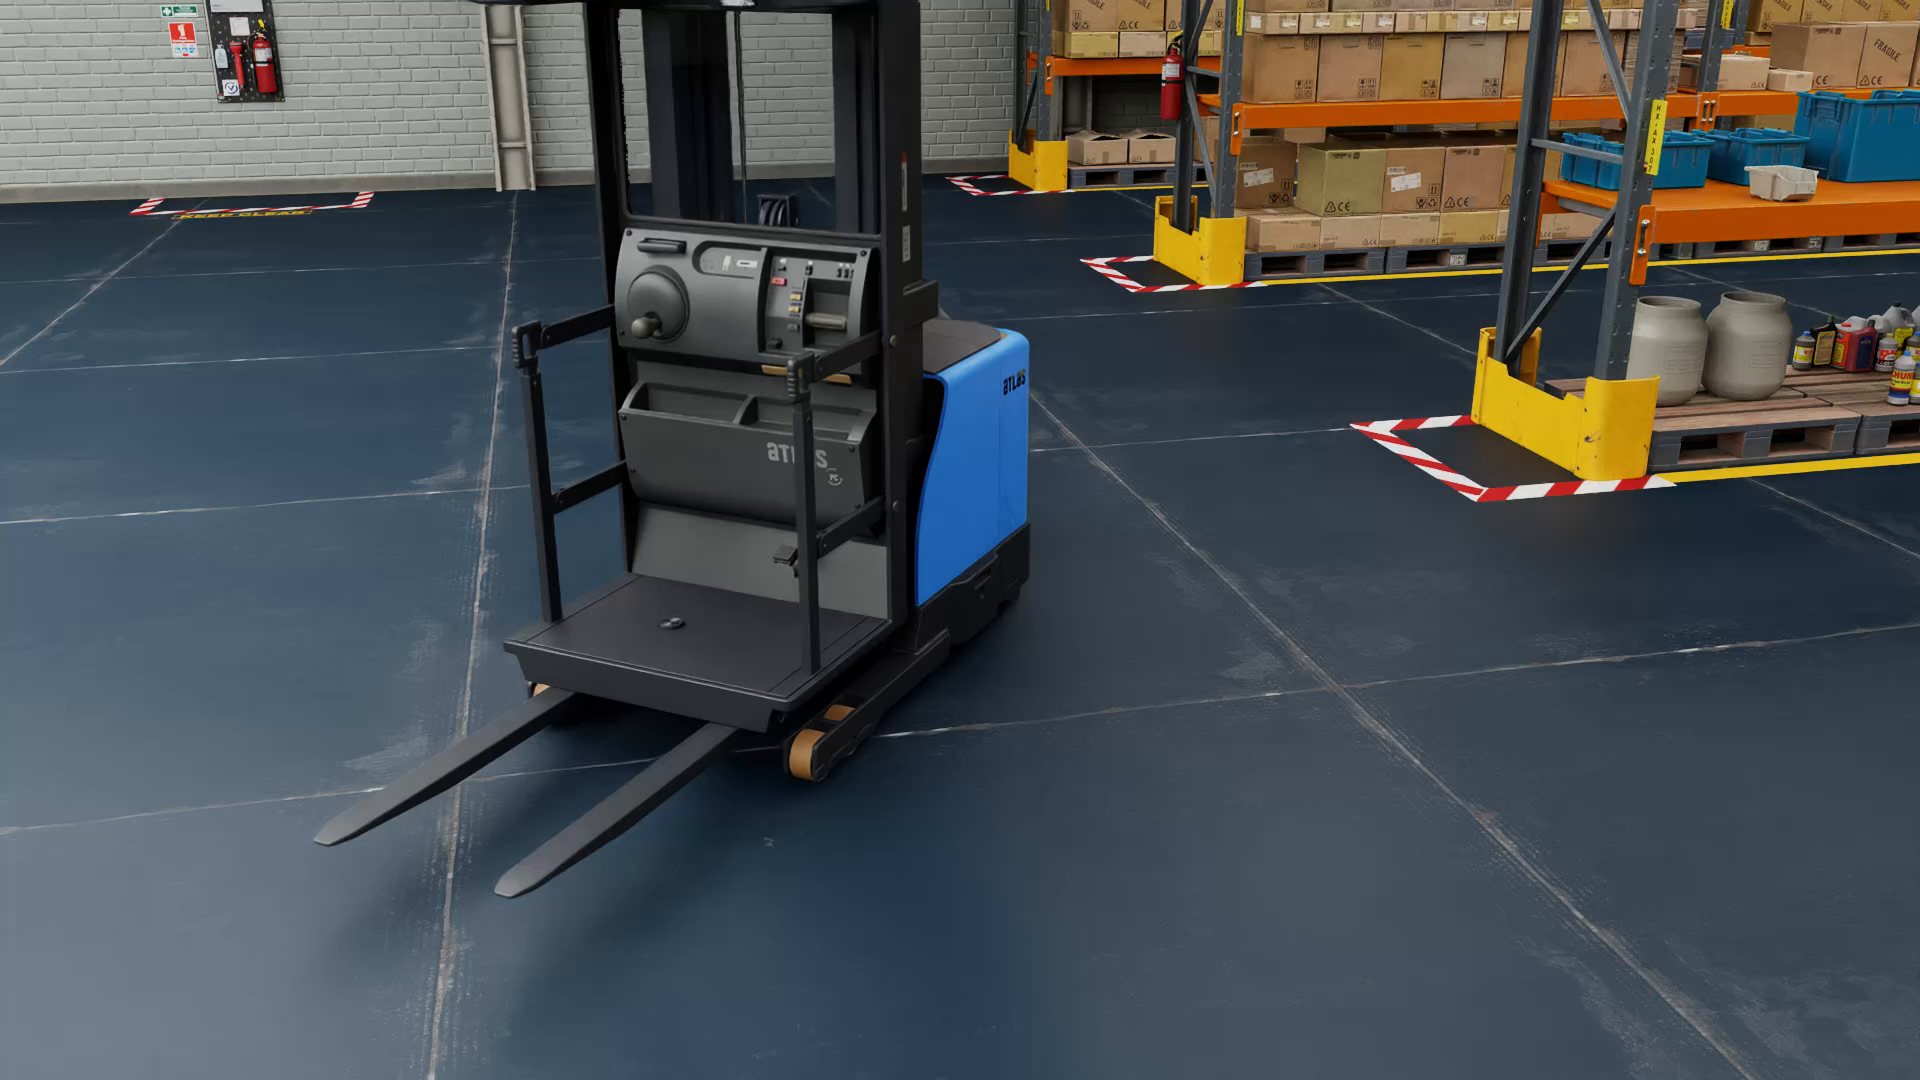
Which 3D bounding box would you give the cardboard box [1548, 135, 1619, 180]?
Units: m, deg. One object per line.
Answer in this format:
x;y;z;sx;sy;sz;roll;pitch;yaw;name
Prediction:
4.891;-2.964;13.342;0.500;0.500;0.500;-5;21;-12;cardboard box

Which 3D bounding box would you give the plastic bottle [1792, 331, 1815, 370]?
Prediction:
4.711;-1.061;9.280;0.097;0.201;0.097;0;20;0;plastic bottle

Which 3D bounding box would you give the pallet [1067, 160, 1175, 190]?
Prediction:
1.618;-3.942;17.769;1.213;0.211;1.003;-5;21;-12;pallet

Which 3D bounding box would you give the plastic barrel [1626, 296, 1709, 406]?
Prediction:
3.648;-0.983;8.644;0.421;0.512;0.421;0;20;0;plastic barrel

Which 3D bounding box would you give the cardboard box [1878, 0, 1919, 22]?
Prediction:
10.562;-6.096;18.988;0.500;0.500;0.500;-4;21;-11;cardboard box

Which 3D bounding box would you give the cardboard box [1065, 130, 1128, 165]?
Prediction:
1.439;-4.162;17.584;0.500;0.311;0.500;-7;21;-19;cardboard box

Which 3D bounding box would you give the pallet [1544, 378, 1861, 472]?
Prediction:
3.880;-0.652;8.786;1.213;0.211;1.003;-5;21;-12;pallet

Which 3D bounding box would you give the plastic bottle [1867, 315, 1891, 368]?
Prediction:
5.098;-1.118;9.326;0.135;0.276;0.152;-5;21;-14;plastic bottle

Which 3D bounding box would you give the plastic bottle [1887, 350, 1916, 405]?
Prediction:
4.861;-0.841;8.577;0.097;0.271;0.097;0;20;0;plastic bottle

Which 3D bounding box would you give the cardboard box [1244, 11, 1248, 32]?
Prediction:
2.217;-3.981;12.732;0.250;0.149;0.380;-5;21;-13;cardboard box

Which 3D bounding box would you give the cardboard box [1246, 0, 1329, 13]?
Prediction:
2.397;-4.228;12.464;0.500;0.500;0.700;-5;21;-12;cardboard box

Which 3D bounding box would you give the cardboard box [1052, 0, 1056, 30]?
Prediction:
1.155;-5.592;17.319;0.500;0.500;0.500;-5;21;-13;cardboard box

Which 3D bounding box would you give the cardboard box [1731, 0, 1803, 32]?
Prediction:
9.062;-5.975;18.657;0.500;0.500;0.500;-4;21;-11;cardboard box

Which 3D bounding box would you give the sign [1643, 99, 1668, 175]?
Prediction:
3.147;-1.822;7.525;0.005;0.325;0.100;-5;21;-12;sign

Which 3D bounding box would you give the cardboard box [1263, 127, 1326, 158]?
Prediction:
3.637;-4.447;18.087;0.500;0.500;0.500;-6;21;-17;cardboard box

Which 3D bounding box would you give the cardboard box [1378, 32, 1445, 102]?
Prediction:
3.340;-3.695;12.896;0.500;0.500;0.700;-5;21;-12;cardboard box

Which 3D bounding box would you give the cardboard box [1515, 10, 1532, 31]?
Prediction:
4.330;-4.010;12.812;0.250;0.149;0.380;-4;21;-11;cardboard box

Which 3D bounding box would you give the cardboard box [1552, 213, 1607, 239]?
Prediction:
4.891;-2.612;13.470;0.500;0.250;0.500;-5;21;-12;cardboard box

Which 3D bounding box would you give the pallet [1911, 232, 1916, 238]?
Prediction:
8.864;-2.807;14.670;1.213;0.211;1.003;-5;21;-12;pallet

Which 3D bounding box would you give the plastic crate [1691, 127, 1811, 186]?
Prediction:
4.076;-1.996;8.619;0.408;0.251;0.499;-5;21;-12;plastic crate

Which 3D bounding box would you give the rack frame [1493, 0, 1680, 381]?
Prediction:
3.025;-1.877;8.077;0.127;3.000;1.000;-5;21;-12;rack frame

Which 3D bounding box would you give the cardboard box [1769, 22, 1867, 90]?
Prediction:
7.045;-3.996;13.716;0.500;0.500;0.500;-3;20;-9;cardboard box

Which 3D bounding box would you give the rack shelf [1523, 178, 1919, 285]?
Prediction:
4.971;-1.697;8.633;4.000;0.370;1.077;-5;21;-12;rack shelf

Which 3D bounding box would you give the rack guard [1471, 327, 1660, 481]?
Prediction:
3.088;-0.725;8.566;0.348;0.500;1.175;-5;21;-12;rack guard

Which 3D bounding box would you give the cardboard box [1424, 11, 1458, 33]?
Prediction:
3.573;-3.948;12.643;0.250;0.149;0.380;-5;21;-13;cardboard box

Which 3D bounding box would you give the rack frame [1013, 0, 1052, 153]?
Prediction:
0.745;-5.193;17.130;0.127;3.000;1.000;-5;21;-12;rack frame

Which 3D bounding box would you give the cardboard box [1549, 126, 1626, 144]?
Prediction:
5.258;-3.178;13.926;0.500;0.500;0.500;-5;21;-12;cardboard box

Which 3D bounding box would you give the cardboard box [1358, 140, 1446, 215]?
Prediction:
3.431;-2.845;13.018;0.500;0.500;0.500;-5;21;-12;cardboard box

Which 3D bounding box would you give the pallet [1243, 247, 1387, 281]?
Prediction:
2.623;-2.300;13.287;1.213;0.211;1.003;-5;21;-12;pallet

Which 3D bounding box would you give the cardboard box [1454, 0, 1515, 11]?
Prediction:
3.886;-4.351;12.801;0.500;0.500;0.700;-5;21;-12;cardboard box

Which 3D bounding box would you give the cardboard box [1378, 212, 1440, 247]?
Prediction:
3.434;-2.489;13.136;0.500;0.250;0.500;-5;21;-12;cardboard box

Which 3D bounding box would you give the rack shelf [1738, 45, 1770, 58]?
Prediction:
10.477;-5.647;19.414;4.000;0.370;1.077;-5;21;-12;rack shelf

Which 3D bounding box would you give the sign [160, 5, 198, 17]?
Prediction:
-7.581;-5.134;16.146;0.331;0.109;0.001;-5;21;-12;sign

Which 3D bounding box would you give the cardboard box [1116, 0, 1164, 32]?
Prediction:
1.762;-5.457;16.949;0.500;0.500;0.500;-5;21;-12;cardboard box

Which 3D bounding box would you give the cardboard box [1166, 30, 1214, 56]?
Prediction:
2.292;-5.148;17.197;0.500;0.250;0.500;-5;21;-13;cardboard box

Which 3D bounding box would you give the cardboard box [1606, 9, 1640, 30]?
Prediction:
5.071;-4.069;12.974;0.250;0.149;0.380;-5;21;-14;cardboard box

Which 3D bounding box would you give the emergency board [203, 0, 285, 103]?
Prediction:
-7.025;-4.880;16.276;0.643;1.169;0.194;-5;21;-12;emergency board

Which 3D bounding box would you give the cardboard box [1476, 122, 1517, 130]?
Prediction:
5.841;-4.664;18.680;0.500;0.500;0.700;-5;21;-14;cardboard box

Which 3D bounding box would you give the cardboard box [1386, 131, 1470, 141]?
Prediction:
3.799;-3.058;13.600;0.500;0.500;0.500;-5;21;-12;cardboard box

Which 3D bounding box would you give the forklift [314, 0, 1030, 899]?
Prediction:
-0.798;-0.784;5.194;1.130;2.935;3.031;9;22;23;forklift

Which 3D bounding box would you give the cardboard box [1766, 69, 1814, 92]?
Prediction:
6.691;-3.735;13.516;0.250;0.149;0.380;-5;21;-12;cardboard box

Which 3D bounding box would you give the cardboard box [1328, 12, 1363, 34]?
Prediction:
2.819;-3.887;12.475;0.250;0.149;0.380;-5;21;-12;cardboard box

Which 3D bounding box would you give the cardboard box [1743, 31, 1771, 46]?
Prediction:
8.904;-5.666;18.757;0.250;0.149;0.380;-5;21;-13;cardboard box

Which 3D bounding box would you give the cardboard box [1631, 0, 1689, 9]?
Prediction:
5.351;-4.470;13.126;0.500;0.500;0.700;-5;21;-12;cardboard box

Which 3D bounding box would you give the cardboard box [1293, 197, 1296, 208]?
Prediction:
2.826;-2.626;13.509;0.500;0.250;0.500;-5;21;-12;cardboard box

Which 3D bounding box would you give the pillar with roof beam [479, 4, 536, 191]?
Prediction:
-3.621;-6.439;11.809;0.400;9.000;9.100;-5;21;-12;pillar with roof beam

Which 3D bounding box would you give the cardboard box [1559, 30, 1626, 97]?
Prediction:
4.839;-3.817;13.229;0.500;0.500;0.700;-5;21;-13;cardboard box

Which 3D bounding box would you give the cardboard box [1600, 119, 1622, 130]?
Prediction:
7.314;-4.783;19.004;0.500;0.500;0.700;-5;21;-13;cardboard box
